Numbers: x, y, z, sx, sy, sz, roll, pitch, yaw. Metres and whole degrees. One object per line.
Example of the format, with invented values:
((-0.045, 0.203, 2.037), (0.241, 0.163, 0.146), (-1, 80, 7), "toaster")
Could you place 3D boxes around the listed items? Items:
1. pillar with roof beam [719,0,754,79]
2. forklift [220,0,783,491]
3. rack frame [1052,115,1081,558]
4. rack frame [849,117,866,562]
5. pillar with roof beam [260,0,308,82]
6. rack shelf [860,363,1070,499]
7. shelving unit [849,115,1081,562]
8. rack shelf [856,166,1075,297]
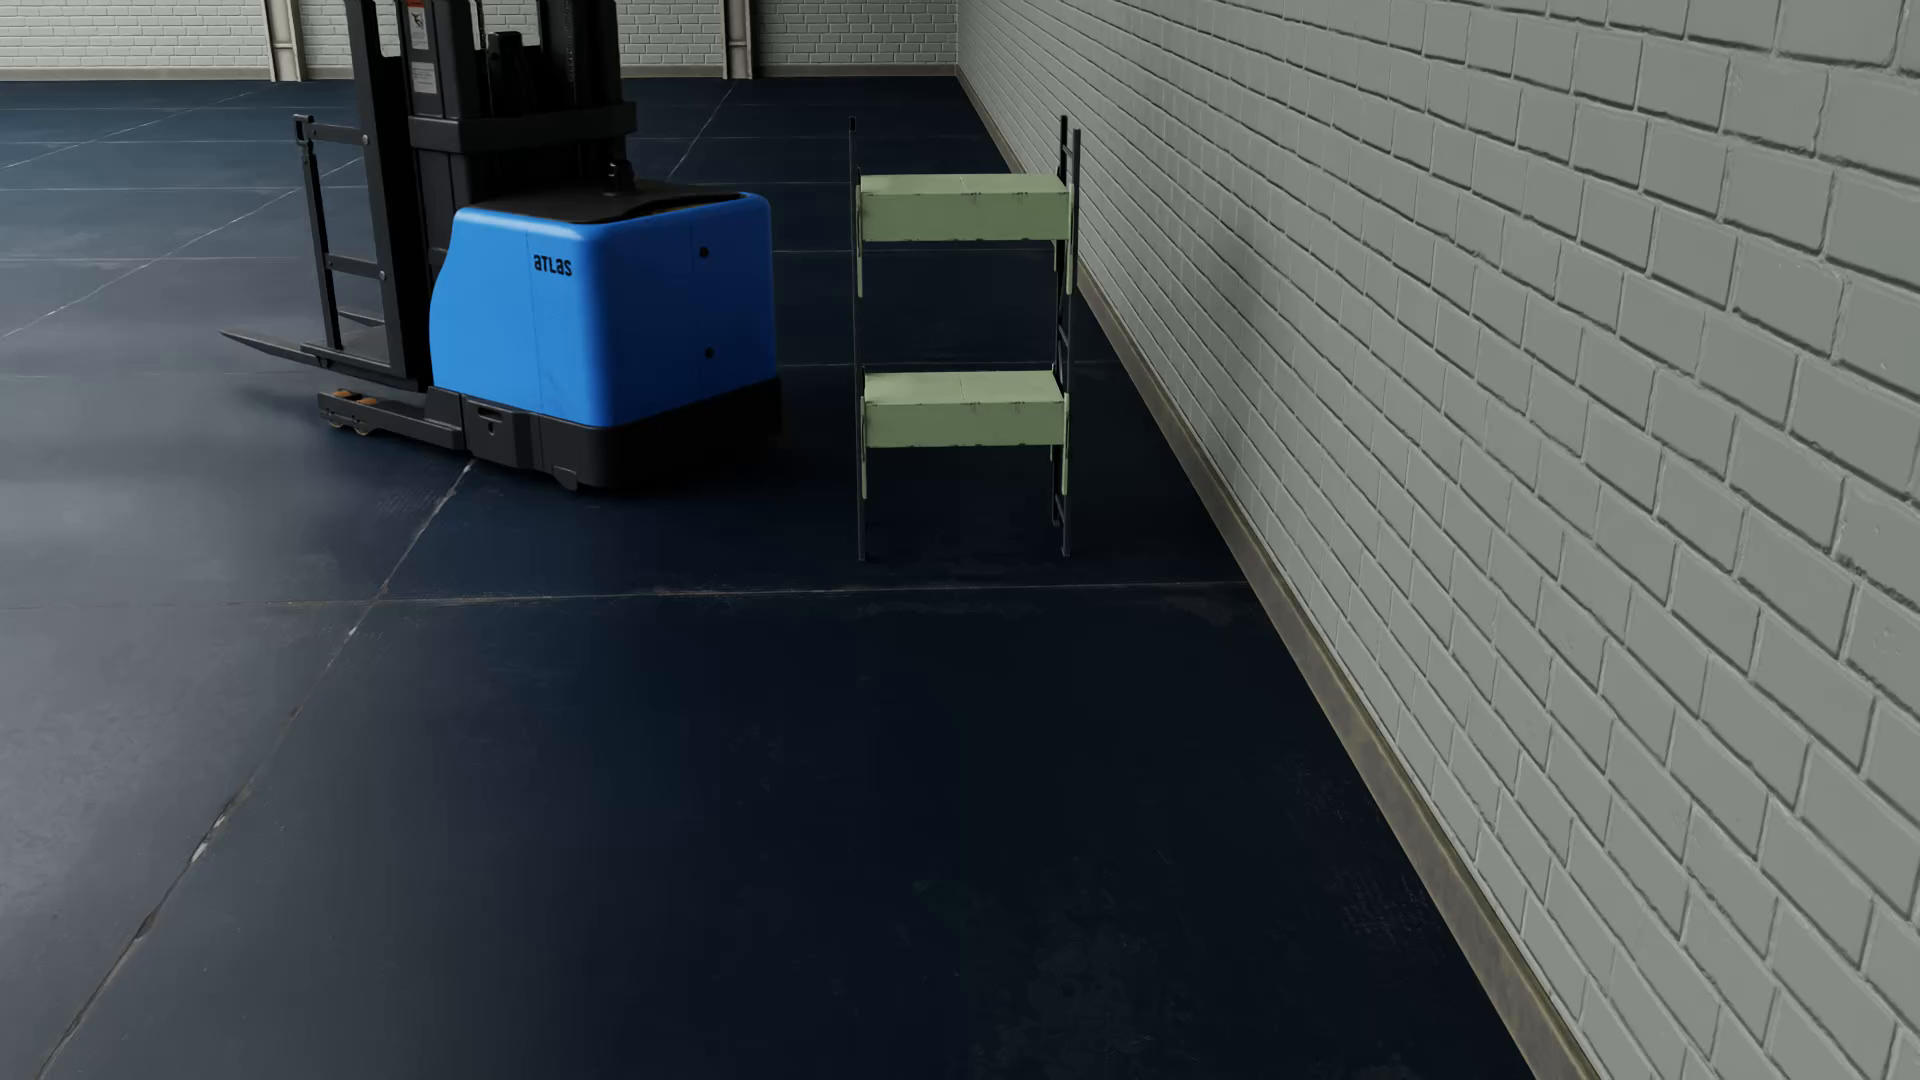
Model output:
((-2.770, -8.978, 17.055), (0.400, 9.000, 9.100), (-1, 21, -3), "pillar with roof beam")
((-2.246, -1.963, 7.159), (3.031, 2.935, 1.130), (15, 25, 34), "forklift")
((0.372, -0.708, 5.874), (0.023, 1.500, 0.400), (-1, 21, -3), "rack frame")
((-0.359, -0.694, 5.835), (0.023, 1.500, 0.400), (-1, 21, -3), "rack frame")
((-8.760, -8.856, 16.735), (0.400, 9.000, 9.100), (-1, 21, -3), "pillar with roof beam")
((0.007, -0.396, 5.970), (0.720, 0.370, 0.431), (-1, 21, -3), "rack shelf")
((0.007, -0.701, 5.854), (0.755, 1.500, 0.431), (-1, 21, -3), "shelving unit")
((0.007, -1.066, 5.716), (0.720, 0.370, 0.431), (-1, 21, -3), "rack shelf")
